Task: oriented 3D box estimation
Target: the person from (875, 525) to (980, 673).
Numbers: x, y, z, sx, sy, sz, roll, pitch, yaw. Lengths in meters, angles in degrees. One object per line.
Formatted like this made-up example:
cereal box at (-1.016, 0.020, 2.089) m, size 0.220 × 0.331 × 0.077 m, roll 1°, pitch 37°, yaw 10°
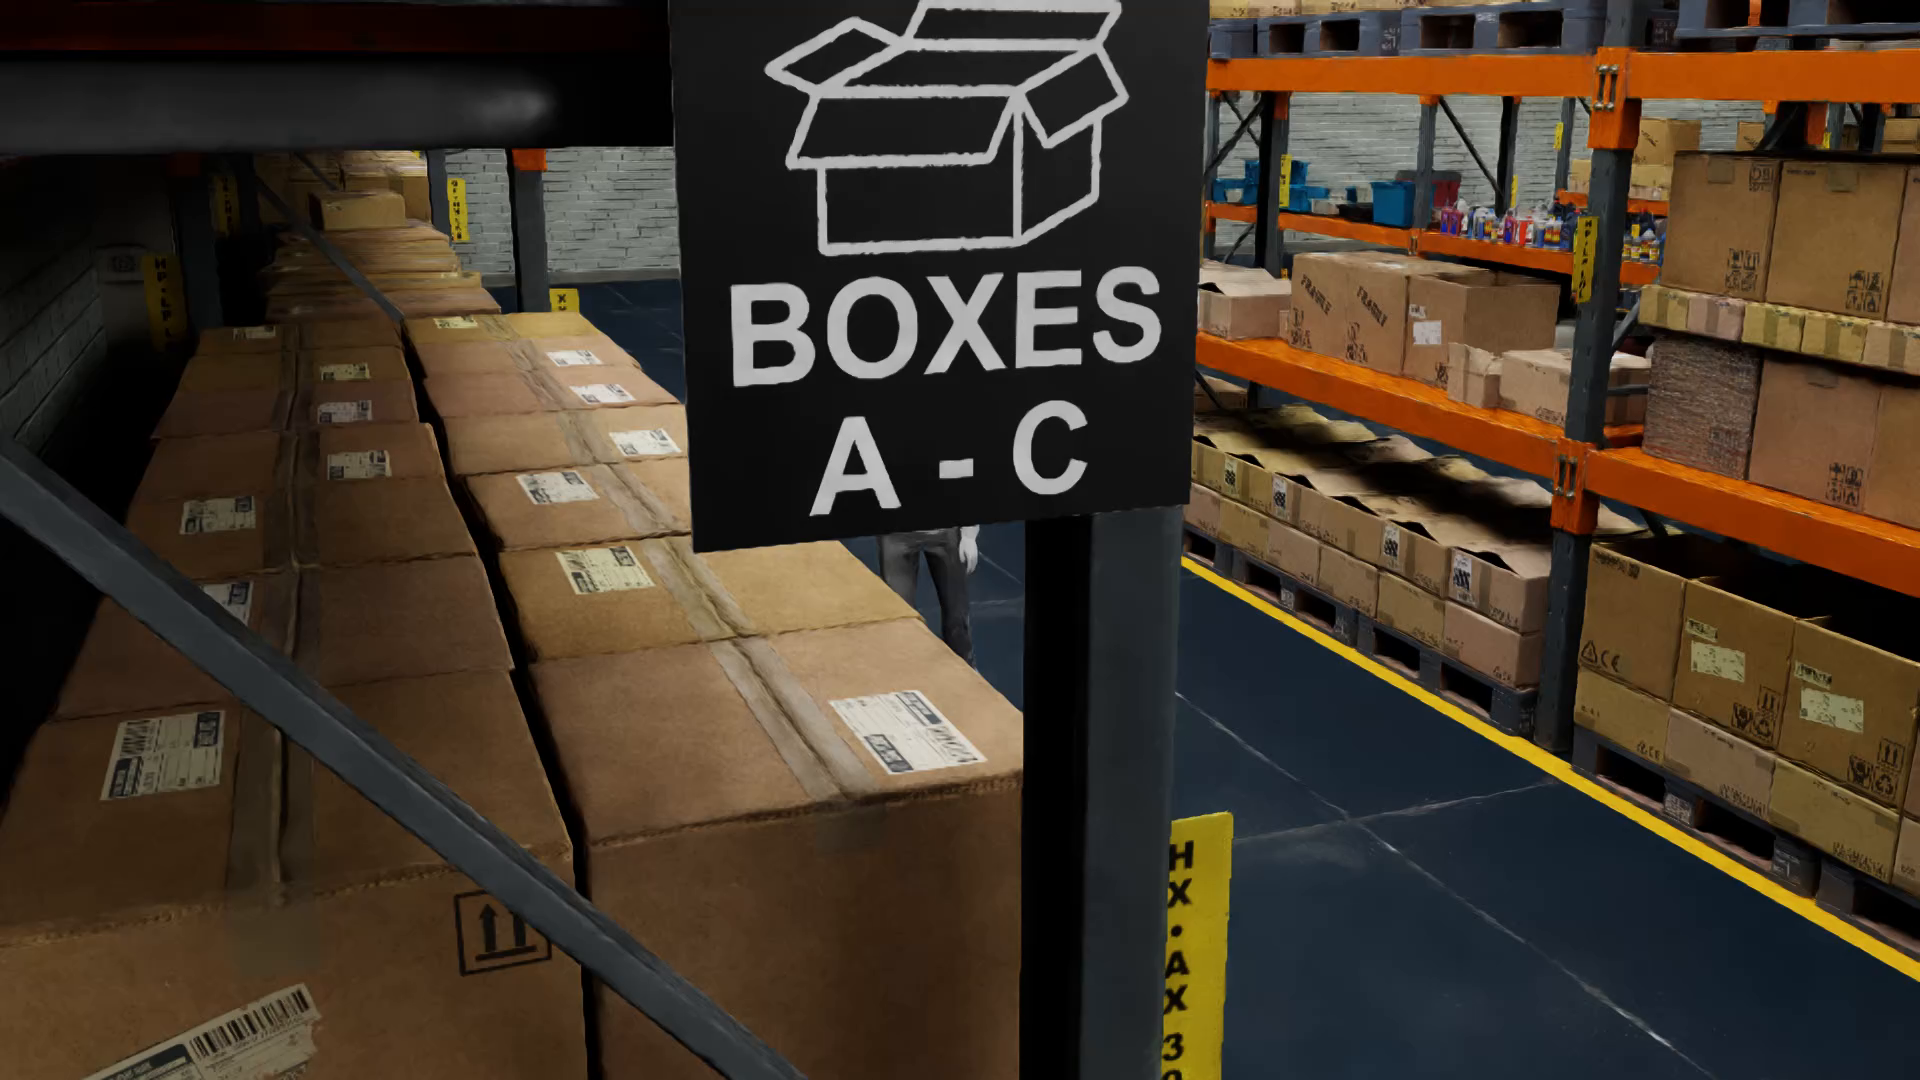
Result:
person at (-0.122, -0.032, 7.106) m, size 0.556 × 1.669 × 0.576 m, roll 3°, pitch 16°, yaw 11°
